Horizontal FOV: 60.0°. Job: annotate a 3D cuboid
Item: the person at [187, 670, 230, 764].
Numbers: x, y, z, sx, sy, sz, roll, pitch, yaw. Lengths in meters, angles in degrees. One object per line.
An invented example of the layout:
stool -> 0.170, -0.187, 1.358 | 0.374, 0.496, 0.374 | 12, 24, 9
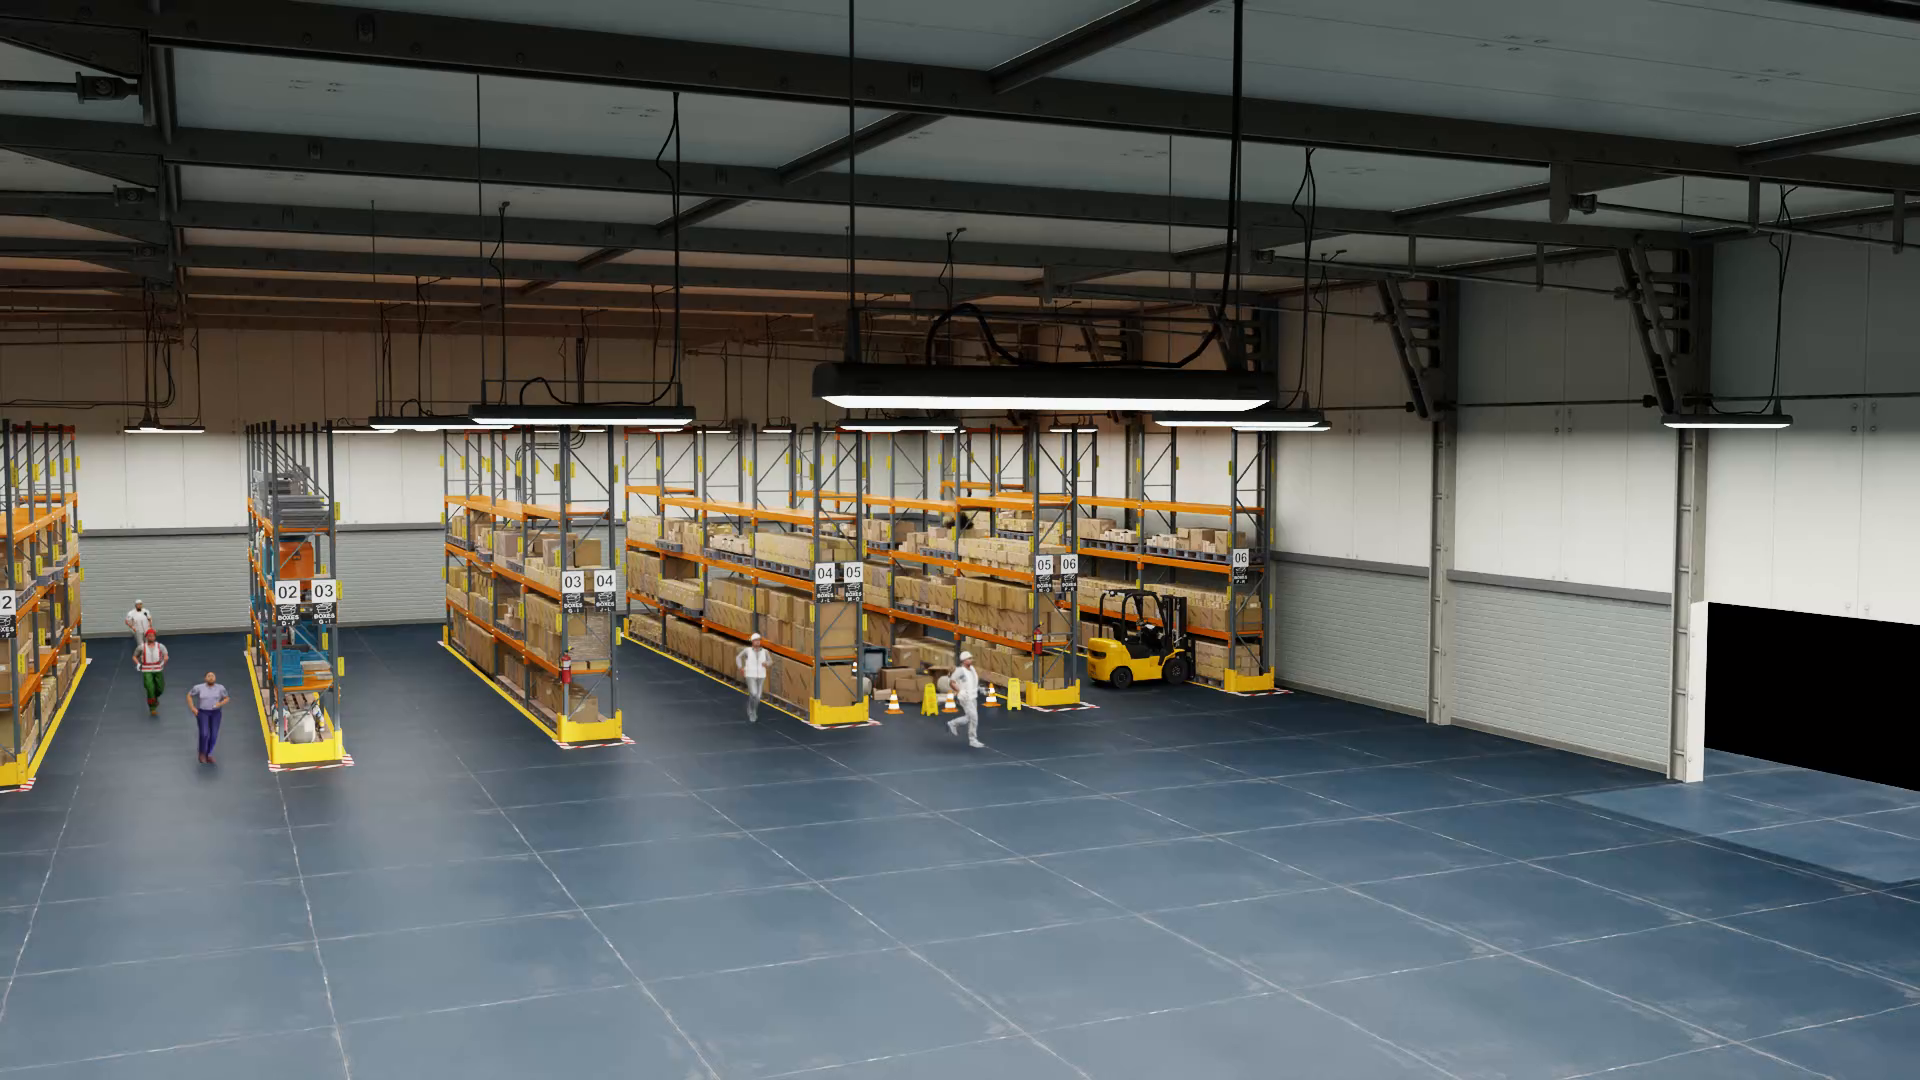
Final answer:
person -> -13.116, 3.095, 29.073 | 0.665, 1.629, 0.609 | -2, 4, -34

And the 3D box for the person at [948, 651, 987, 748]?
person -> 0.092, 2.935, 30.741 | 0.803, 1.761, 0.680 | 2, 4, 28

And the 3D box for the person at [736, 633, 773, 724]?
person -> -4.093, 2.762, 33.337 | 0.709, 1.788, 0.701 | -2, 4, -24

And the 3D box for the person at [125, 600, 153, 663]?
person -> -20.522, 2.306, 41.681 | 0.615, 1.613, 0.562 | -3, 5, -41

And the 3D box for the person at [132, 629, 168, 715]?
person -> -16.656, 2.709, 34.253 | 0.663, 1.748, 0.780 | -2, 4, -35
